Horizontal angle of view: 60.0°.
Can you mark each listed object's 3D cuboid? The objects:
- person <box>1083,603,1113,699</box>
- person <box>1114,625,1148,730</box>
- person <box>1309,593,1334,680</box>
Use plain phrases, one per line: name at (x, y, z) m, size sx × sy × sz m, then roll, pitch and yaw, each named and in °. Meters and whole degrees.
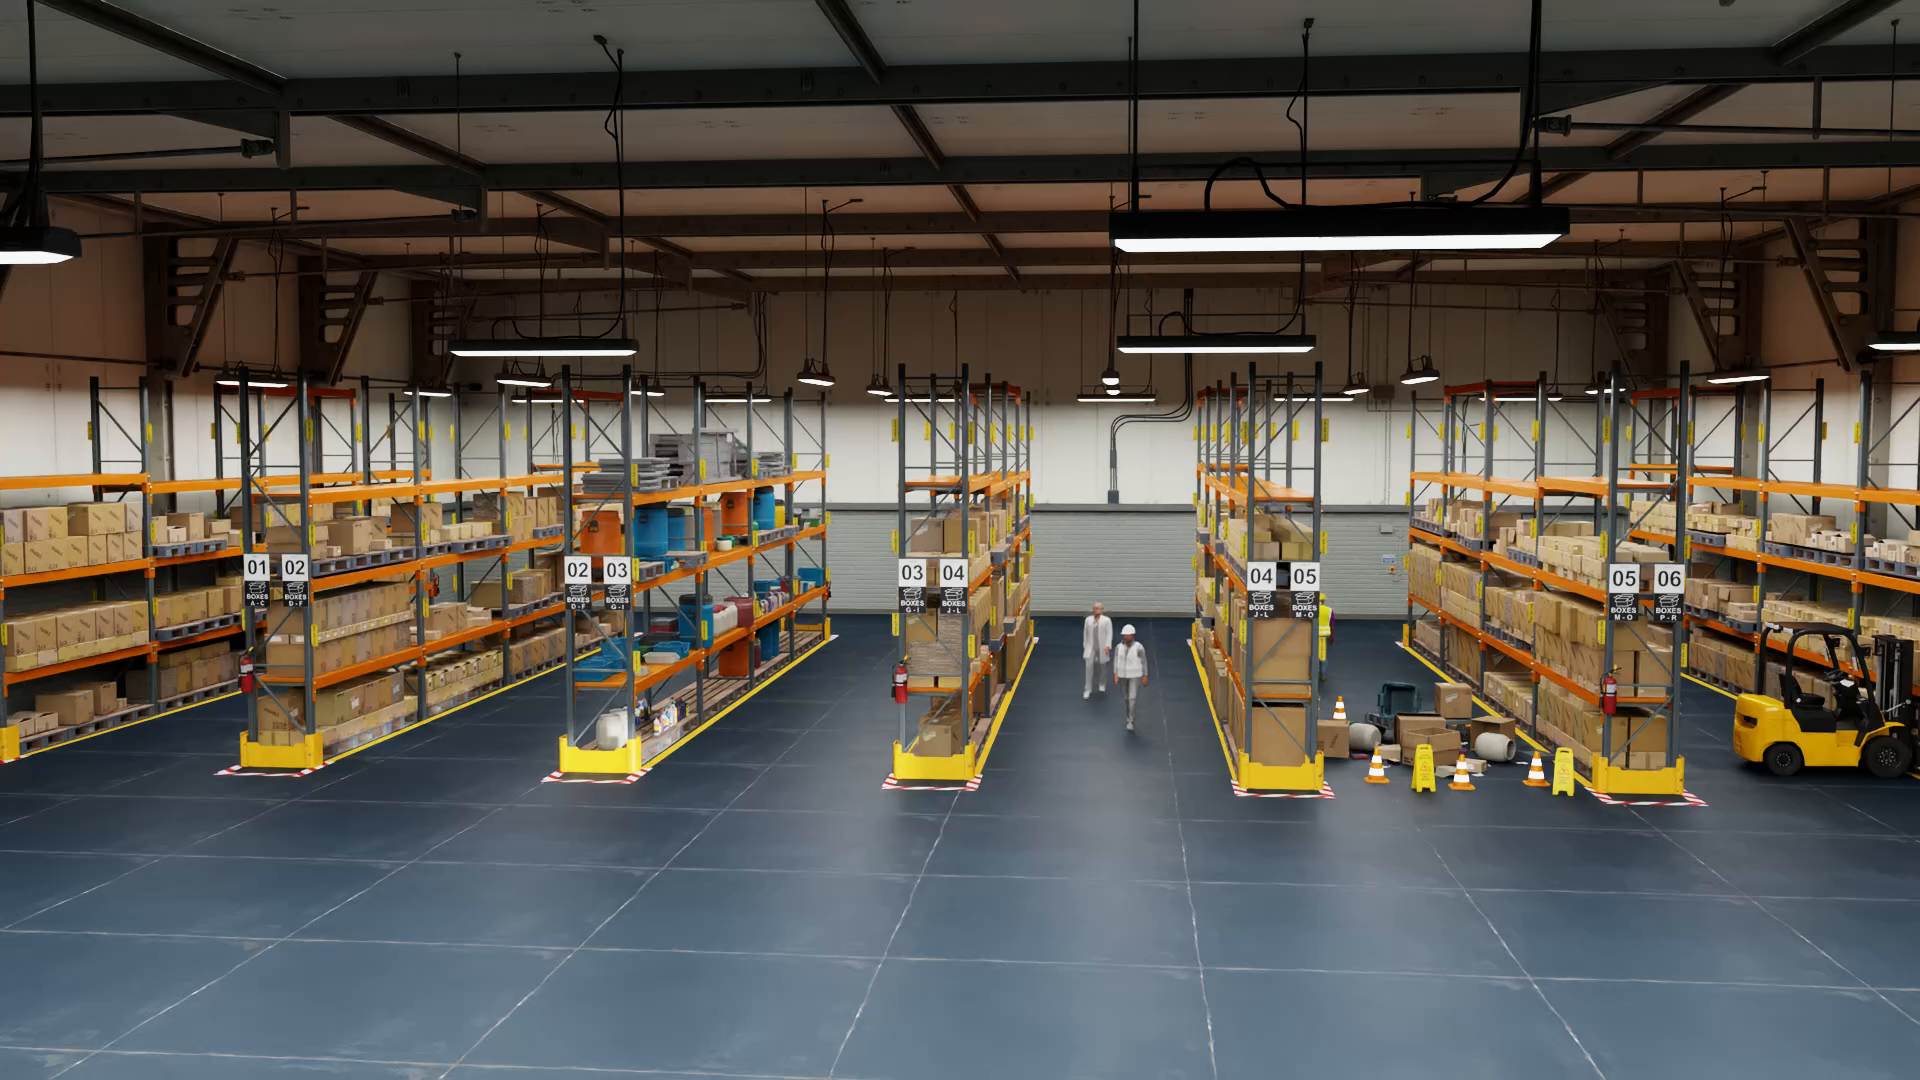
person at (2.617, 2.083, 31.713) m, size 0.598 × 1.759 × 1.037 m, roll 1°, pitch 4°, yaw 14°
person at (2.834, 2.305, 28.125) m, size 0.566 × 1.731 × 0.926 m, roll 2°, pitch 4°, yaw 32°
person at (7.307, 1.963, 33.785) m, size 0.609 × 1.787 × 0.403 m, roll -1°, pitch 4°, yaw -18°
